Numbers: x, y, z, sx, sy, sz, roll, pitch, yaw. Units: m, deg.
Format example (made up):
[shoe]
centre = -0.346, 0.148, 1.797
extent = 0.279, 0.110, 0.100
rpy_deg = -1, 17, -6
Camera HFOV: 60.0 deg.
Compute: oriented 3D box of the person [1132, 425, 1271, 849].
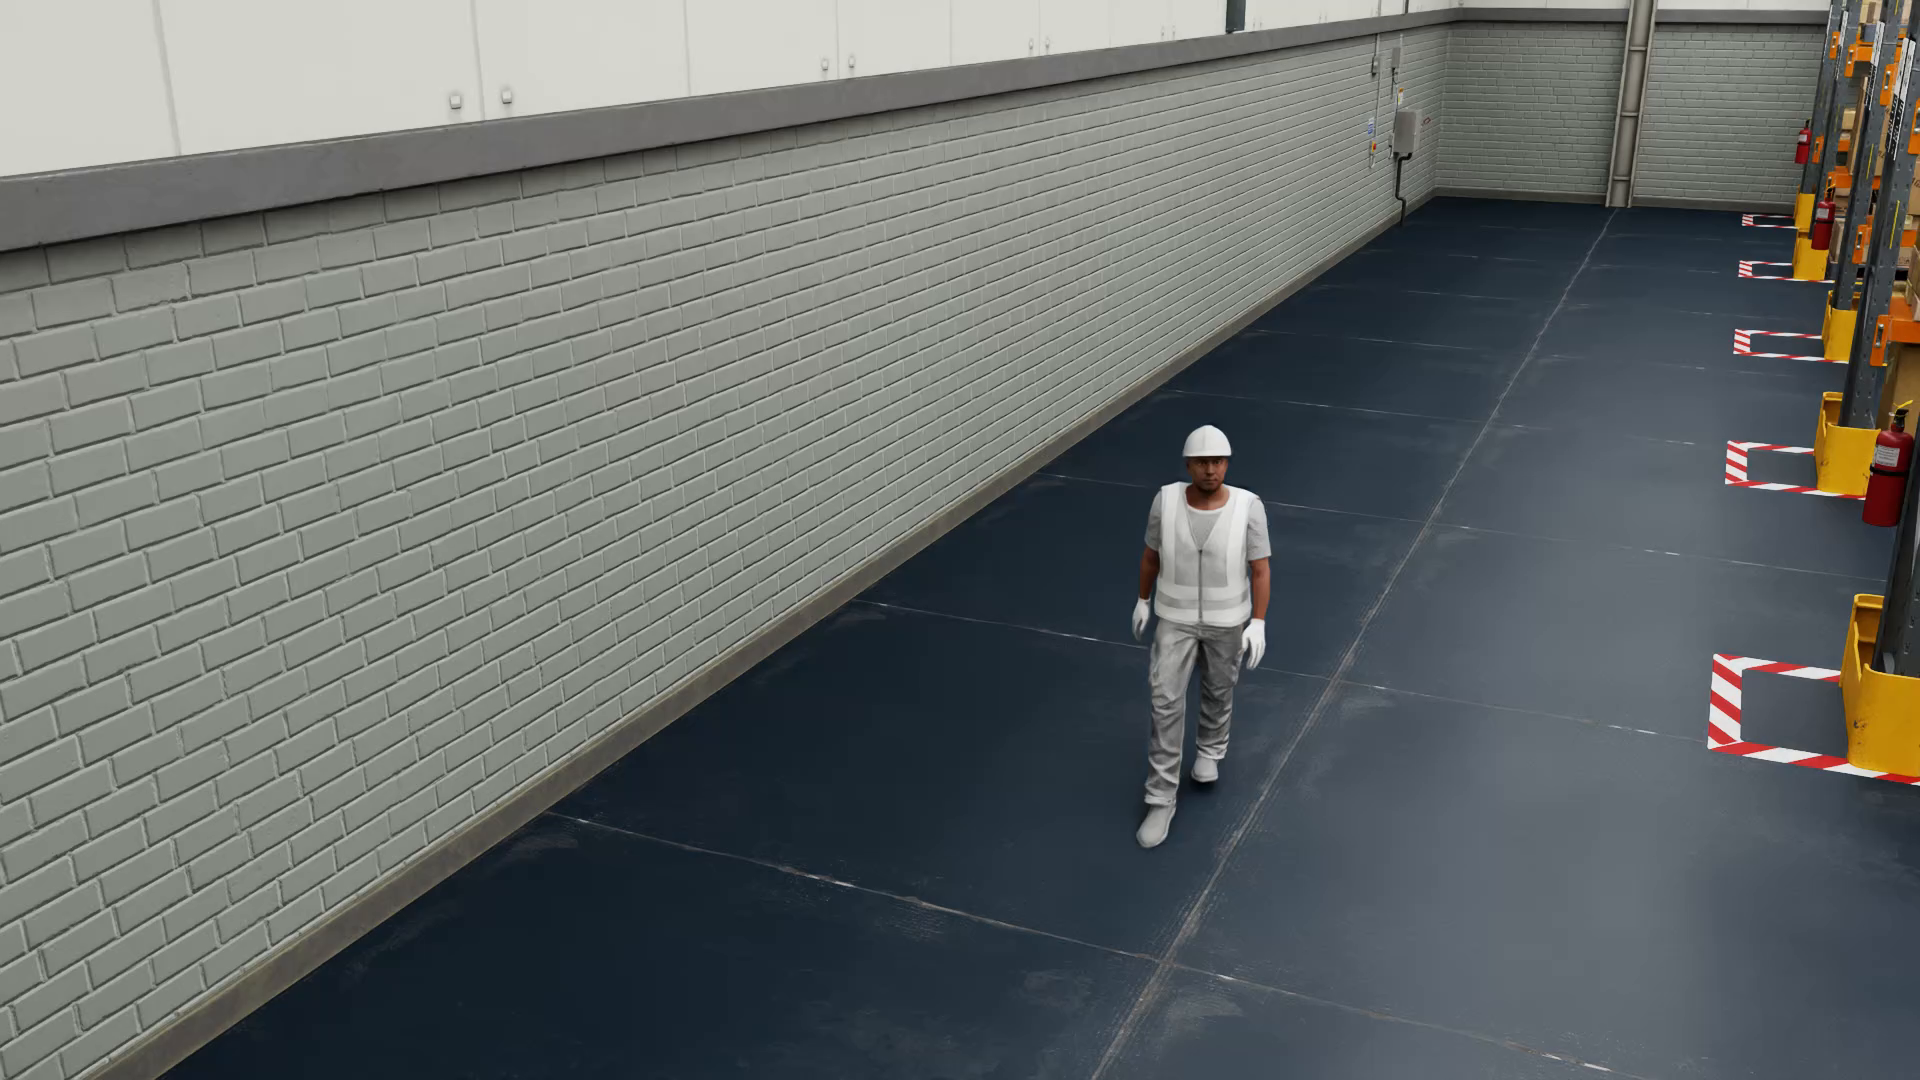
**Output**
[person]
centre = 1.060, 0.385, 7.391
extent = 0.608, 1.787, 0.853
rpy_deg = 3, 19, 8
